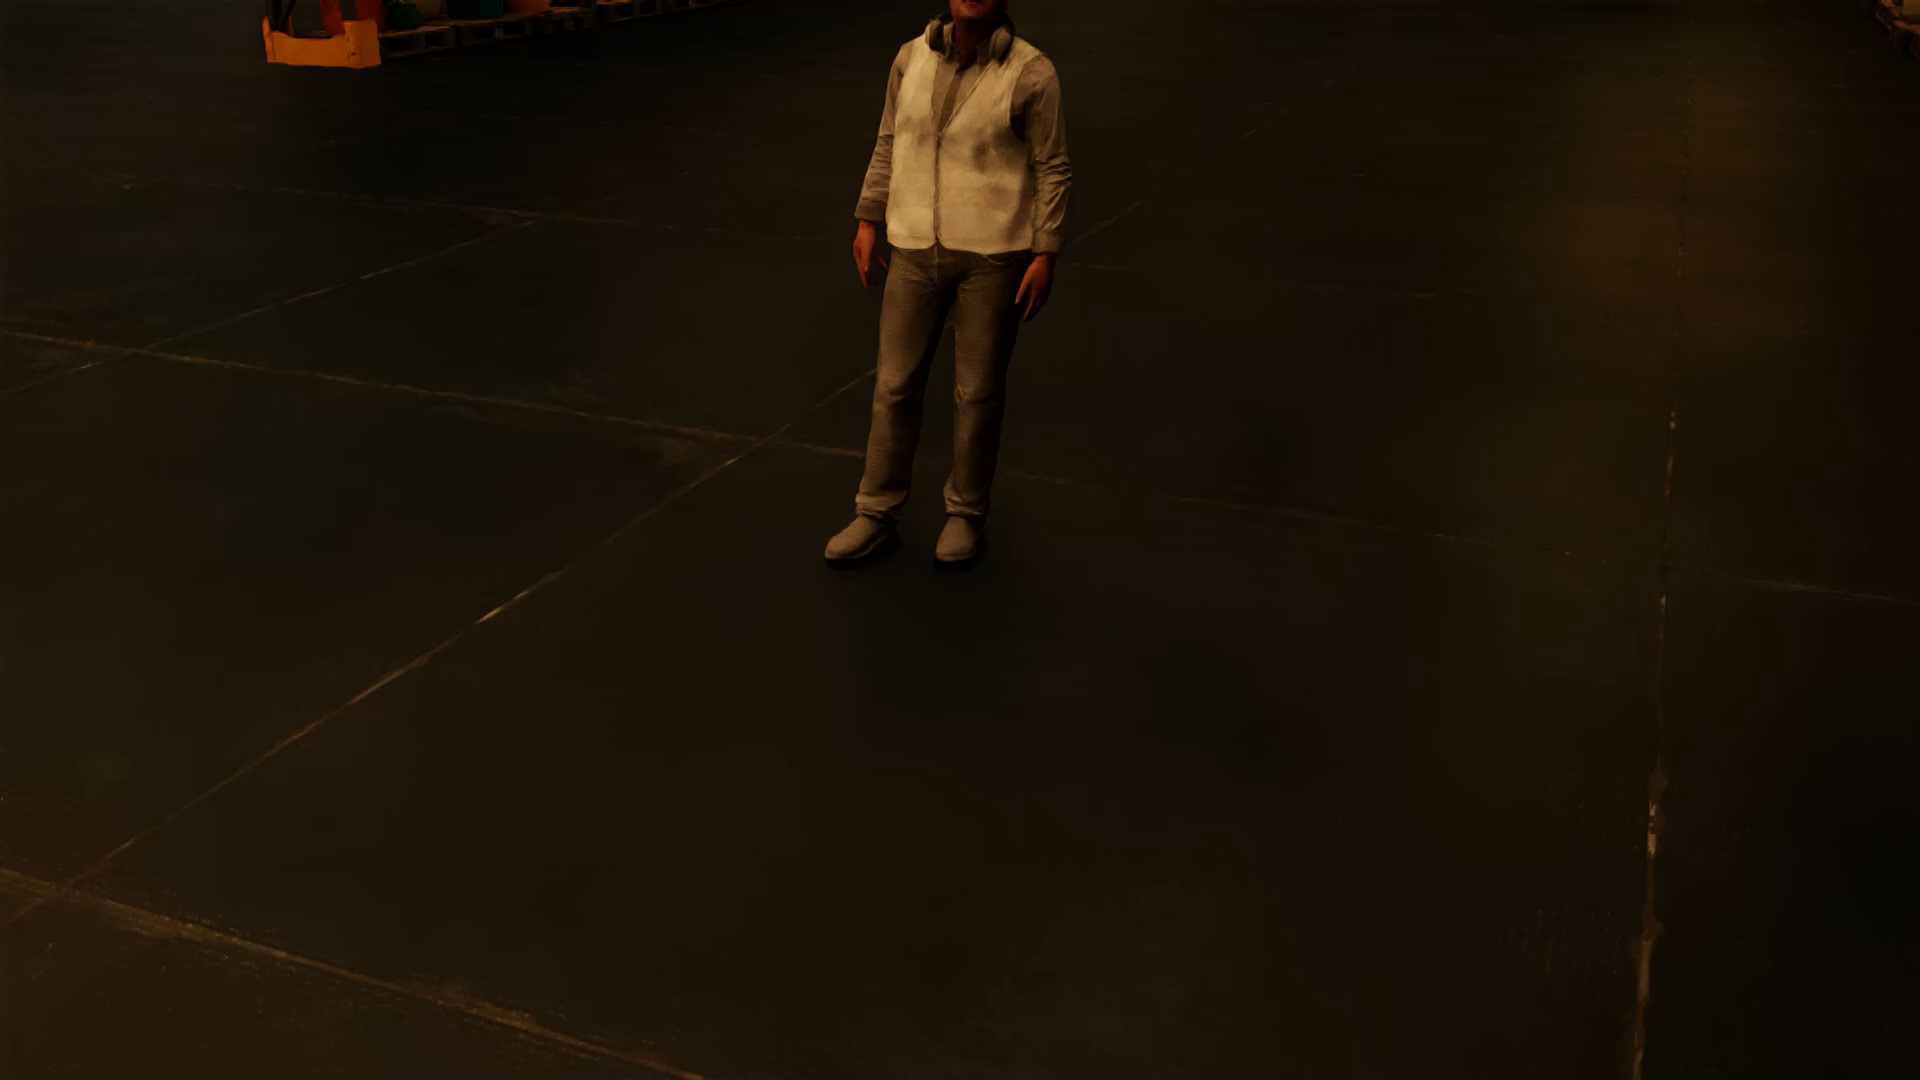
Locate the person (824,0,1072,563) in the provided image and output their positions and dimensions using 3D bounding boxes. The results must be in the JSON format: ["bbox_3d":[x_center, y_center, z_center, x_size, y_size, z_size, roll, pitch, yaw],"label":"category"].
[{"bbox_3d":[-0.031,-0.804,4.698,0.632,1.773,0.567,9,24,21],"label":"person"}]
